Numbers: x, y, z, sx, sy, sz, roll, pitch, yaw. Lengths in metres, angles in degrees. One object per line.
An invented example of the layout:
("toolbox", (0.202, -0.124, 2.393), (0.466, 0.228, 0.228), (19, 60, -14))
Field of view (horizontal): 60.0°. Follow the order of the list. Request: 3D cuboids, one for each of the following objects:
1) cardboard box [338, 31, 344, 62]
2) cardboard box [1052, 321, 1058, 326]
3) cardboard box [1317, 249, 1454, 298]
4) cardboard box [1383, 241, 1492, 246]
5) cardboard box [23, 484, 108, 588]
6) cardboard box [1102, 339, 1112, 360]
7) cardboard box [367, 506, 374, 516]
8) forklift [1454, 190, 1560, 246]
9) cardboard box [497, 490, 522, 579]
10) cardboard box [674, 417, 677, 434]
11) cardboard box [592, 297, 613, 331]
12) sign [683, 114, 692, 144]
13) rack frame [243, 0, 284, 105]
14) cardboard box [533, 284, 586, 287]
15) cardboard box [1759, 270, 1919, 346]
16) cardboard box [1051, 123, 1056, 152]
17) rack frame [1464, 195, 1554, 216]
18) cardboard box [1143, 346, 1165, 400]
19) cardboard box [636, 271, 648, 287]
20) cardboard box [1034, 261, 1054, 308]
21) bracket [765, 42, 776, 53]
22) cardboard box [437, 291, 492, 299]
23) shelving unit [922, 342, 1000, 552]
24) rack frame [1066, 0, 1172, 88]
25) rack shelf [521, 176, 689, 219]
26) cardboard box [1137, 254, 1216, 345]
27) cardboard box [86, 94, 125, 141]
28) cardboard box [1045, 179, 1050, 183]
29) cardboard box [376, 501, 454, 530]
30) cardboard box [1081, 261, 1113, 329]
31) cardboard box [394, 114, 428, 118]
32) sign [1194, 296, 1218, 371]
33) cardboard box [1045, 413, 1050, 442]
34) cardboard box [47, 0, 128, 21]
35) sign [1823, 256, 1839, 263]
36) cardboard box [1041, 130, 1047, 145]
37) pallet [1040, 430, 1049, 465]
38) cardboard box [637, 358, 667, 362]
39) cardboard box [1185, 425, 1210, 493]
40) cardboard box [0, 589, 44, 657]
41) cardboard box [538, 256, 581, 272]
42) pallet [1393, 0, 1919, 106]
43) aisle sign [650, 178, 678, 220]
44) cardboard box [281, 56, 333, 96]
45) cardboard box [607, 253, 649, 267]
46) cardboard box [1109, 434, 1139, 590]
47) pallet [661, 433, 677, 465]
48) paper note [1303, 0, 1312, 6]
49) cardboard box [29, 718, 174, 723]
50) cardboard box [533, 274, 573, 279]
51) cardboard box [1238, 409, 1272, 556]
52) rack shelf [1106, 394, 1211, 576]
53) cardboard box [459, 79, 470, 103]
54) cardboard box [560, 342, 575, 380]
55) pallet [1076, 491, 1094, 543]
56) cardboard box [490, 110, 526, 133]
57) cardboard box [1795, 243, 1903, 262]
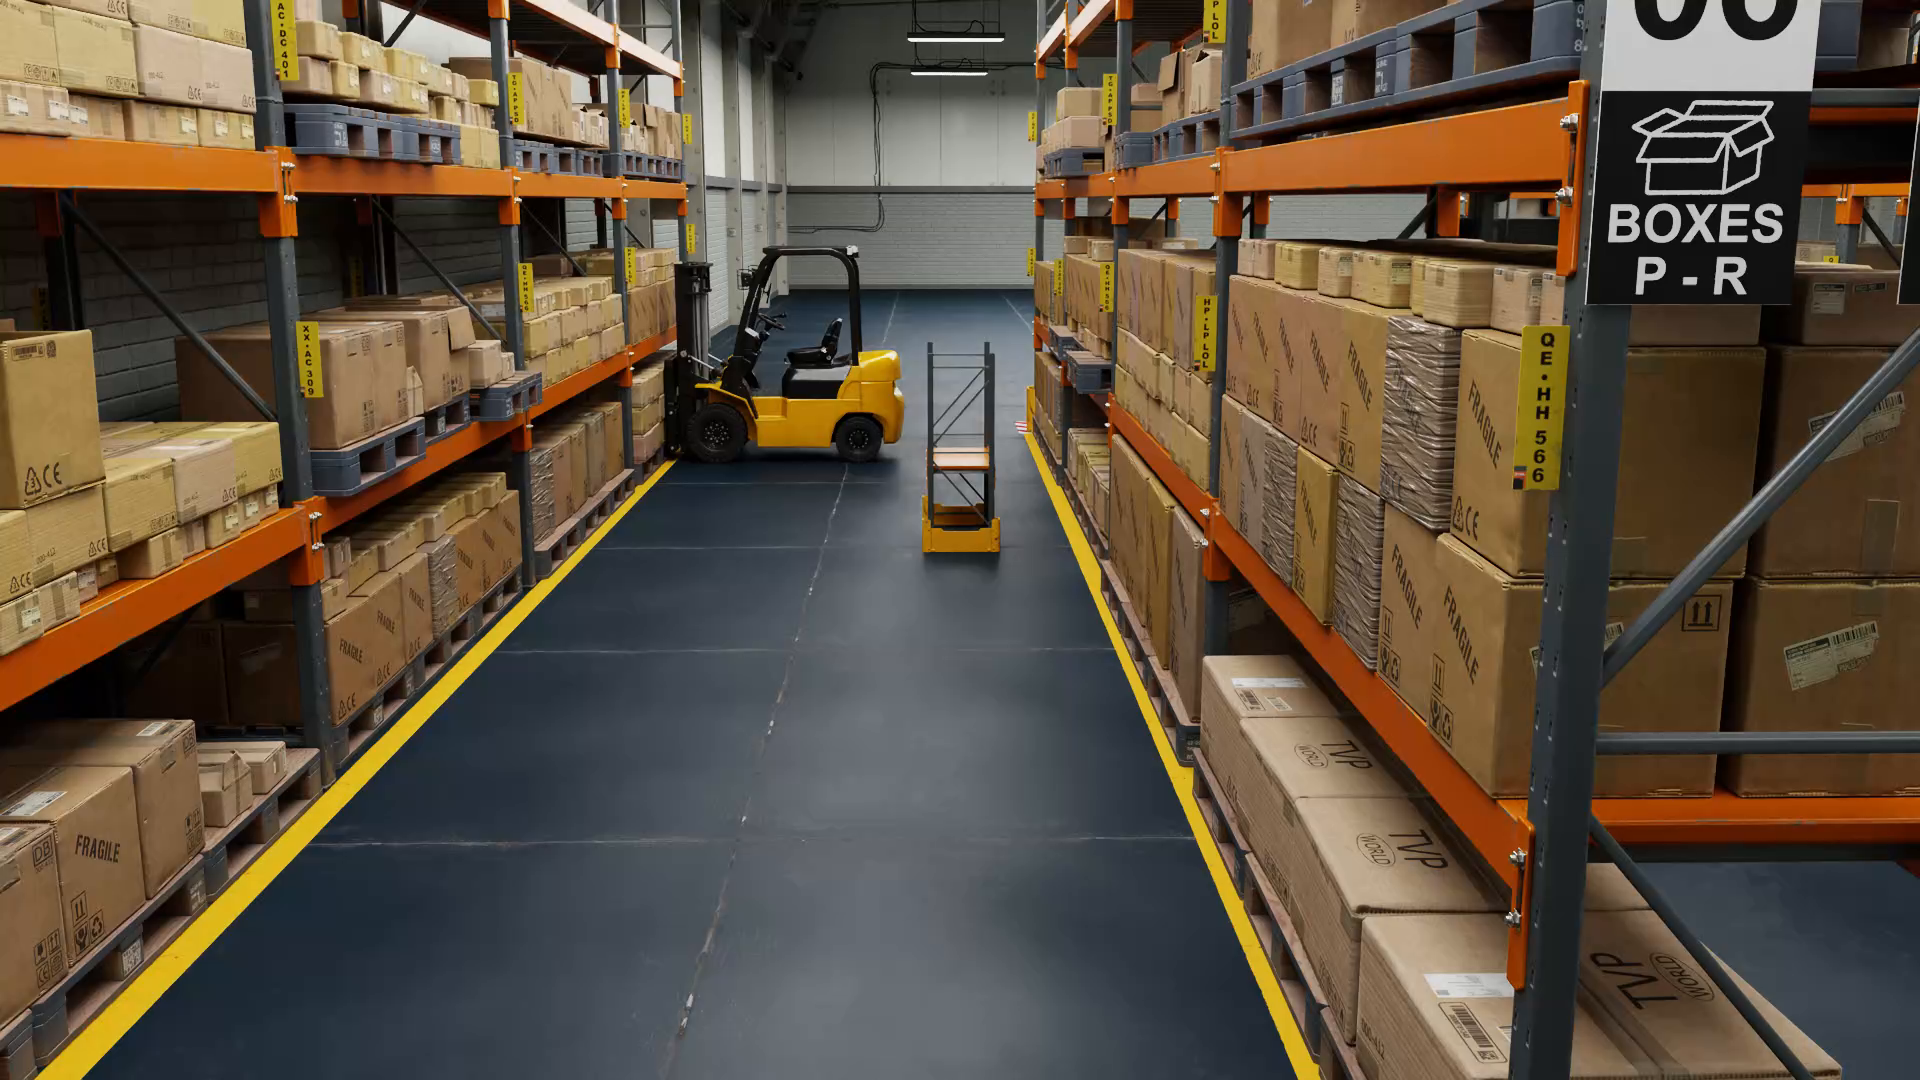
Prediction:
("cardboard box", (-2.995, -2.211, 7.444), (0.380, 0.149, 0.250), (0, 11, 0))
("cardboard box", (1.111, -2.102, 16.509), (0.380, 0.149, 0.250), (0, 11, -2))
("cardboard box", (1.371, -0.861, 5.360), (0.380, 0.149, 0.250), (0, 11, -1))
("cardboard box", (1.829, -1.065, 6.367), (0.380, 0.149, 0.250), (0, 11, -1))
("cardboard box", (-3.064, -0.020, 5.245), (0.500, 0.250, 0.500), (-1, 11, -3))
("cardboard box", (1.209, -1.366, 11.822), (0.380, 0.149, 0.250), (0, 11, 0))
("cardboard box", (-3.758, -0.182, 10.011), (0.380, 0.149, 0.250), (-1, 11, -4))
("forklift", (3.878, -1.233, 11.766), (1.130, 2.935, 3.031), (1, 11, 4))
("cardboard box", (-3.210, -0.042, 10.954), (0.500, 0.500, 0.500), (0, 11, 0))
("cardboard box", (-3.238, -1.199, 17.287), (0.500, 0.250, 0.500), (0, 11, 1))
("cardboard box", (-3.233, -1.912, 14.061), (0.500, 0.250, 0.500), (-1, 11, -3))
("sign", (-3.056, -4.600, 18.614), (0.100, 0.325, 0.005), (0, 11, -1))
("rack frame", (-3.351, -3.290, 6.641), (1.000, 3.000, 0.127), (0, 11, -1))
("cardboard box", (-3.231, -1.986, 13.420), (0.380, 0.149, 0.250), (0, 11, -1))
("cardboard box", (1.964, -0.504, 3.602), (0.380, 0.149, 0.250), (0, 11, 0))
("cardboard box", (1.058, -3.445, 14.274), (0.500, 0.250, 0.500), (-1, 11, -3))
("rack frame", (6.311, -2.796, 19.299), (1.000, 3.000, 0.127), (0, 11, -1))
("cardboard box", (1.297, -0.933, 9.232), (0.500, 0.250, 0.500), (0, 11, 0))
("cardboard box", (-3.231, -2.524, 16.071), (0.380, 0.149, 0.250), (0, 11, 0))
("cardboard box", (1.096, -2.855, 18.590), (0.500, 0.500, 0.500), (0, 11, -2))
("bracket", (-4.618, -11.987, 40.457), (0.235, 0.232, 0.430), (0, 11, -1))
("cardboard box", (-3.706, -1.779, 12.403), (0.380, 0.149, 0.250), (0, 11, -1))
("shelving unit", (-0.002, -0.750, 12.985), (0.587, 1.500, 1.083), (0, 11, -1))
("rack frame", (1.446, -4.901, 14.584), (1.000, 3.000, 0.127), (0, 11, -1))
("rack shelf", (-3.558, -3.455, 16.809), (1.077, 0.370, 4.000), (0, 11, -1))
("cardboard box", (1.310, -1.404, 9.670), (0.500, 0.500, 0.500), (0, 11, 0))
("cardboard box", (-3.073, -1.422, 5.611), (0.380, 0.149, 0.250), (0, 11, 1))
("cardboard box", (1.077, -3.779, 17.229), (0.380, 0.149, 0.250), (0, 11, -1))
("cardboard box", (-3.206, -0.137, 9.791), (0.380, 0.149, 0.250), (0, 11, -2))
("cardboard box", (1.208, -1.859, 12.620), (0.500, 0.500, 0.500), (-1, 12, -5))
("cardboard box", (-3.185, -2.411, 9.230), (0.380, 0.149, 0.250), (0, 11, 1))
("sign", (1.069, -0.895, 7.214), (0.100, 0.325, 0.005), (0, 11, -1))
("cardboard box", (1.139, -1.142, 17.006), (0.500, 0.250, 0.500), (0, 11, 0))
("cardboard box", (-3.078, -1.836, 5.391), (0.500, 0.250, 0.500), (0, 11, 0))
("sign", (5.921, -1.771, 11.331), (0.100, 0.325, 0.005), (0, 11, -1))
("cardboard box", (1.062, -4.272, 17.654), (0.380, 0.149, 0.250), (0, 11, -1))
("pallet", (1.369, -0.971, 17.313), (1.003, 0.211, 1.213), (0, 11, -1))
("cardboard box", (-3.241, -1.791, 17.688), (0.500, 0.250, 0.500), (0, 11, 0))
("cardboard box", (1.350, -0.385, 7.791), (0.500, 0.250, 0.500), (-1, 11, -3))
("cardboard box", (-2.978, 0.246, 4.934), (0.380, 0.149, 0.250), (-1, 11, -3))
("cardboard box", (-3.807, -2.617, 15.785), (0.380, 0.149, 0.250), (0, 11, -2))
("pallet", (1.669, -1.150, 3.860), (1.003, 0.211, 1.213), (0, 11, -1))
("aisle sign", (-3.307, -4.023, 18.807), (0.394, 0.787, 0.004), (0, 11, -1))
("cardboard box", (-2.959, -2.012, 7.213), (0.380, 0.149, 0.250), (0, 11, 0))
("cardboard box", (-3.355, -2.822, 16.795), (0.380, 0.149, 0.250), (0, 11, -1))
("cardboard box", (1.460, -0.193, 10.752), (0.875, 0.875, 0.875), (0, 11, -2))
("pallet", (-3.519, -0.975, 17.332), (1.003, 0.211, 1.213), (0, 11, -1))
("paper note", (1.069, -1.668, 5.128), (0.006, 0.032, 0.123), (0, 11, -1))
("cardboard box", (-3.573, 0.895, 6.811), (0.500, 0.311, 0.500), (0, 11, 1))
("cardboard box", (-3.780, -2.370, 15.311), (0.380, 0.149, 0.250), (0, 11, -1))
("cardboard box", (1.366, -0.225, 6.373), (0.500, 0.500, 0.500), (0, 11, -1))
("rack shelf", (1.570, -0.416, 9.373), (1.077, 0.370, 4.000), (0, 11, -1))
("cardboard box", (-3.231, -2.762, 10.213), (0.380, 0.149, 0.250), (-1, 11, -3))
("cardboard box", (-3.221, -1.363, 12.609), (0.500, 0.250, 0.500), (-1, 11, -3))
("pallet", (1.492, -0.196, 13.496), (1.003, 0.211, 1.213), (0, 11, -1))
("cardboard box", (-3.137, -2.826, 11.178), (0.380, 0.166, 0.250), (0, 11, -1))
("cardboard box", (6.465, -1.935, 12.286), (0.700, 0.500, 0.500), (0, 11, -2))
